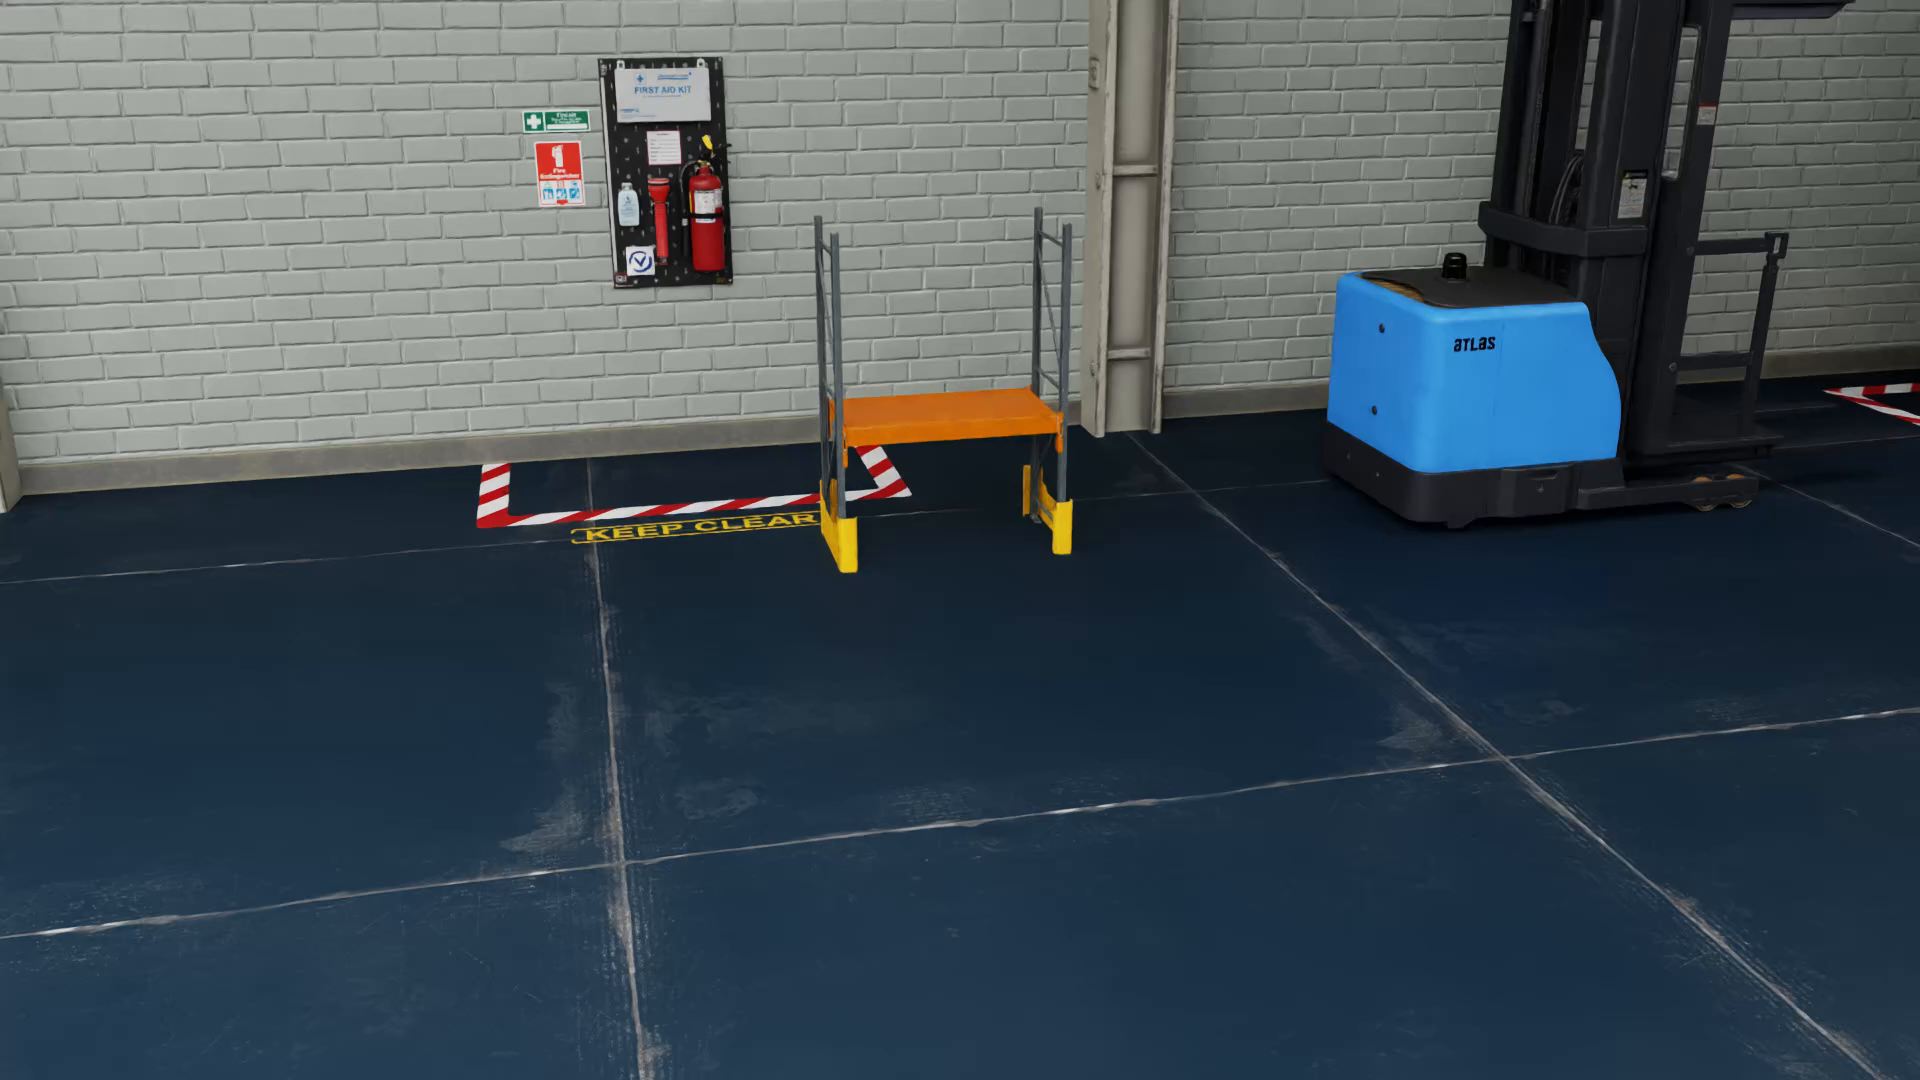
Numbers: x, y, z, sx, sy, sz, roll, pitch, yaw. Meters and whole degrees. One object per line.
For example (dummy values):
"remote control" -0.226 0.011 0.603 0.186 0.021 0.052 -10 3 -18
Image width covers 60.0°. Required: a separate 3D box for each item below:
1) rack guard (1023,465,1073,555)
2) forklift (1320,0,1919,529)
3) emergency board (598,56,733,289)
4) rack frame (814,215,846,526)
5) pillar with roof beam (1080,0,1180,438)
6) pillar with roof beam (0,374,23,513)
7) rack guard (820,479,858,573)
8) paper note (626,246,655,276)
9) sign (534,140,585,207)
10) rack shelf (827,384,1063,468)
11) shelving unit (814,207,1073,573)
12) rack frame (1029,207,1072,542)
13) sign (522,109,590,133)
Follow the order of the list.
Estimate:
"rack guard" 0.410 -0.151 7.863 0.087 0.250 0.587 -5 21 -12
"forklift" 3.459 -1.689 8.164 3.031 2.935 1.130 -5 21 -14
"emergency board" -1.491 -1.871 8.562 0.643 1.169 0.194 -5 21 -12
"rack frame" -0.578 -0.657 7.428 0.032 1.500 0.500 -5 21 -12
"pillar with roof beam" 1.913 -3.430 4.096 0.400 9.000 9.100 -5 21 -12
"pillar with roof beam" -3.926 -2.955 2.799 0.400 9.000 9.100 -5 21 -12
"rack guard" -0.559 -0.072 7.648 0.087 0.250 0.587 -5 21 -12
"paper note" -1.680 -1.467 8.739 0.142 0.148 0.016 -5 21 -12
"sign" -2.053 -1.879 8.531 0.234 0.329 0.001 -5 21 -12
"rack shelf" -0.083 -0.529 7.600 1.000 0.185 0.538 -5 21 -12
"shelving unit" -0.074 -0.698 7.540 1.083 1.500 0.587 -5 21 -12
"rack frame" 0.412 -0.738 7.648 0.032 1.500 0.500 -5 21 -12
"sign" -2.047 -2.125 8.433 0.331 0.109 0.001 -5 21 -12
